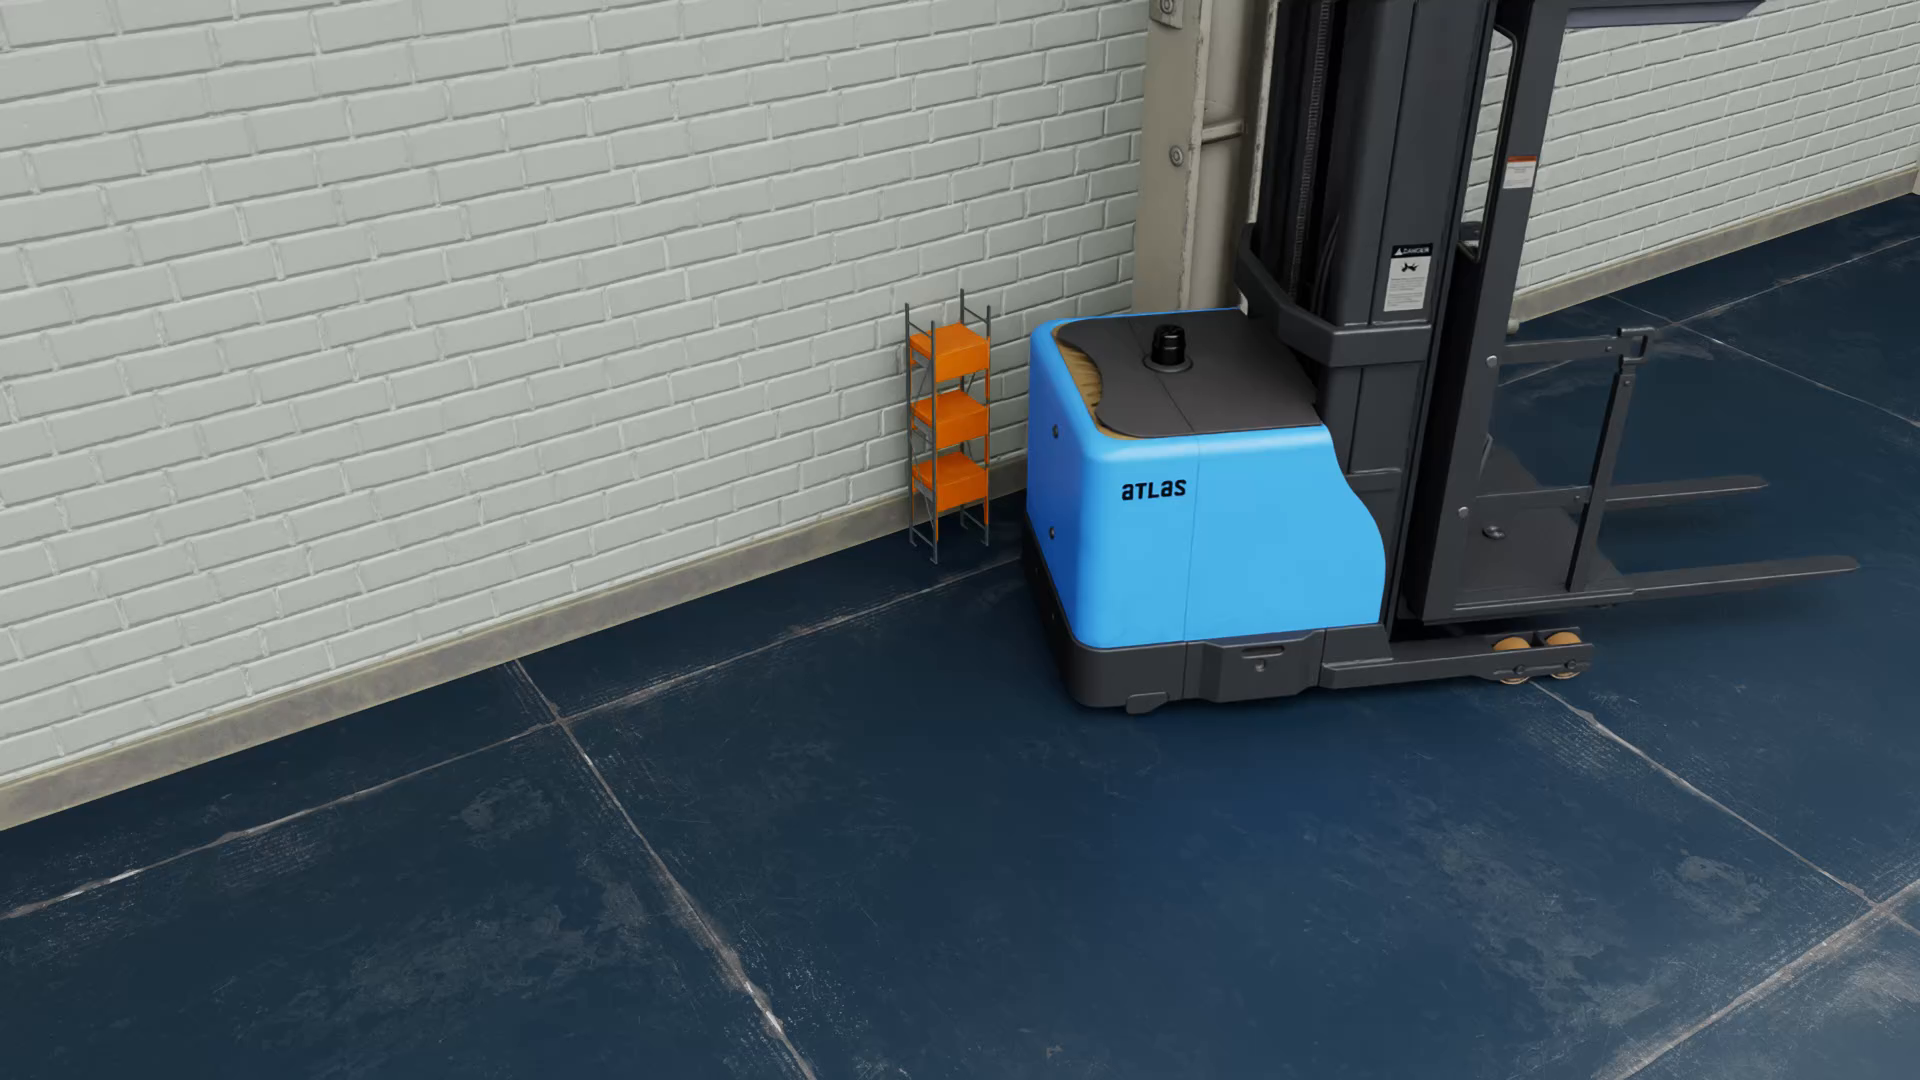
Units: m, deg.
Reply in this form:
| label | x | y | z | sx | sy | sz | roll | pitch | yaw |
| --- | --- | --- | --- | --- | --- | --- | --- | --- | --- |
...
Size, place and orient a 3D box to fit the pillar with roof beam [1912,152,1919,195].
| label | x | y | z | sx | sy | sz | roll | pitch | yaw |
| --- | --- | --- | --- | --- | --- | --- | --- | --- | --- |
| pillar with roof beam | 8.342 | -3.992 | 4.643 | 0.400 | 9.000 | 9.100 | -19 | 37 | -27 |

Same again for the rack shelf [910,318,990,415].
| label | x | y | z | sx | sy | sz | roll | pitch | yaw |
| --- | --- | --- | --- | --- | --- | --- | --- | --- | --- |
| rack shelf | -0.045 | -0.660 | 6.300 | 0.240 | 0.259 | 0.215 | -19 | 37 | -27 |

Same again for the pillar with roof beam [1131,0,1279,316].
| label | x | y | z | sx | sy | sz | roll | pitch | yaw |
| --- | --- | --- | --- | --- | --- | --- | --- | --- | --- |
| pillar with roof beam | 3.299 | -2.257 | 1.894 | 0.400 | 9.000 | 9.100 | -19 | 37 | -27 |

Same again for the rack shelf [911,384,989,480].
| label | x | y | z | sx | sy | sz | roll | pitch | yaw |
| --- | --- | --- | --- | --- | --- | --- | --- | --- | --- |
| rack shelf | -0.045 | -0.420 | 6.451 | 0.240 | 0.259 | 0.215 | -19 | 37 | -27 |

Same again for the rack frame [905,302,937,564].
| label | x | y | z | sx | sy | sz | roll | pitch | yaw |
| --- | --- | --- | --- | --- | --- | --- | --- | --- | --- |
| rack frame | -0.147 | -0.393 | 6.389 | 0.008 | 1.050 | 0.200 | -19 | 37 | -27 |

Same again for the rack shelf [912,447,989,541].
| label | x | y | z | sx | sy | sz | roll | pitch | yaw |
| --- | --- | --- | --- | --- | --- | --- | --- | --- | --- |
| rack shelf | -0.045 | -0.185 | 6.599 | 0.240 | 0.259 | 0.215 | -19 | 37 | -27 |

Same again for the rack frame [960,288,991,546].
| label | x | y | z | sx | sy | sz | roll | pitch | yaw |
| --- | --- | --- | --- | --- | --- | --- | --- | --- | --- |
| rack frame | 0.058 | -0.464 | 6.501 | 0.008 | 1.050 | 0.200 | -19 | 37 | -27 |

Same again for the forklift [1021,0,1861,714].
| label | x | y | z | sx | sy | sz | roll | pitch | yaw |
| --- | --- | --- | --- | --- | --- | --- | --- | --- | --- |
| forklift | 1.804 | -0.999 | 5.587 | 3.031 | 2.935 | 1.130 | -5 | 33 | -8 |

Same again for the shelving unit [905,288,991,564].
| label | x | y | z | sx | sy | sz | roll | pitch | yaw |
| --- | --- | --- | --- | --- | --- | --- | --- | --- | --- |
| shelving unit | -0.045 | -0.429 | 6.445 | 0.252 | 1.050 | 0.215 | -19 | 37 | -27 |
